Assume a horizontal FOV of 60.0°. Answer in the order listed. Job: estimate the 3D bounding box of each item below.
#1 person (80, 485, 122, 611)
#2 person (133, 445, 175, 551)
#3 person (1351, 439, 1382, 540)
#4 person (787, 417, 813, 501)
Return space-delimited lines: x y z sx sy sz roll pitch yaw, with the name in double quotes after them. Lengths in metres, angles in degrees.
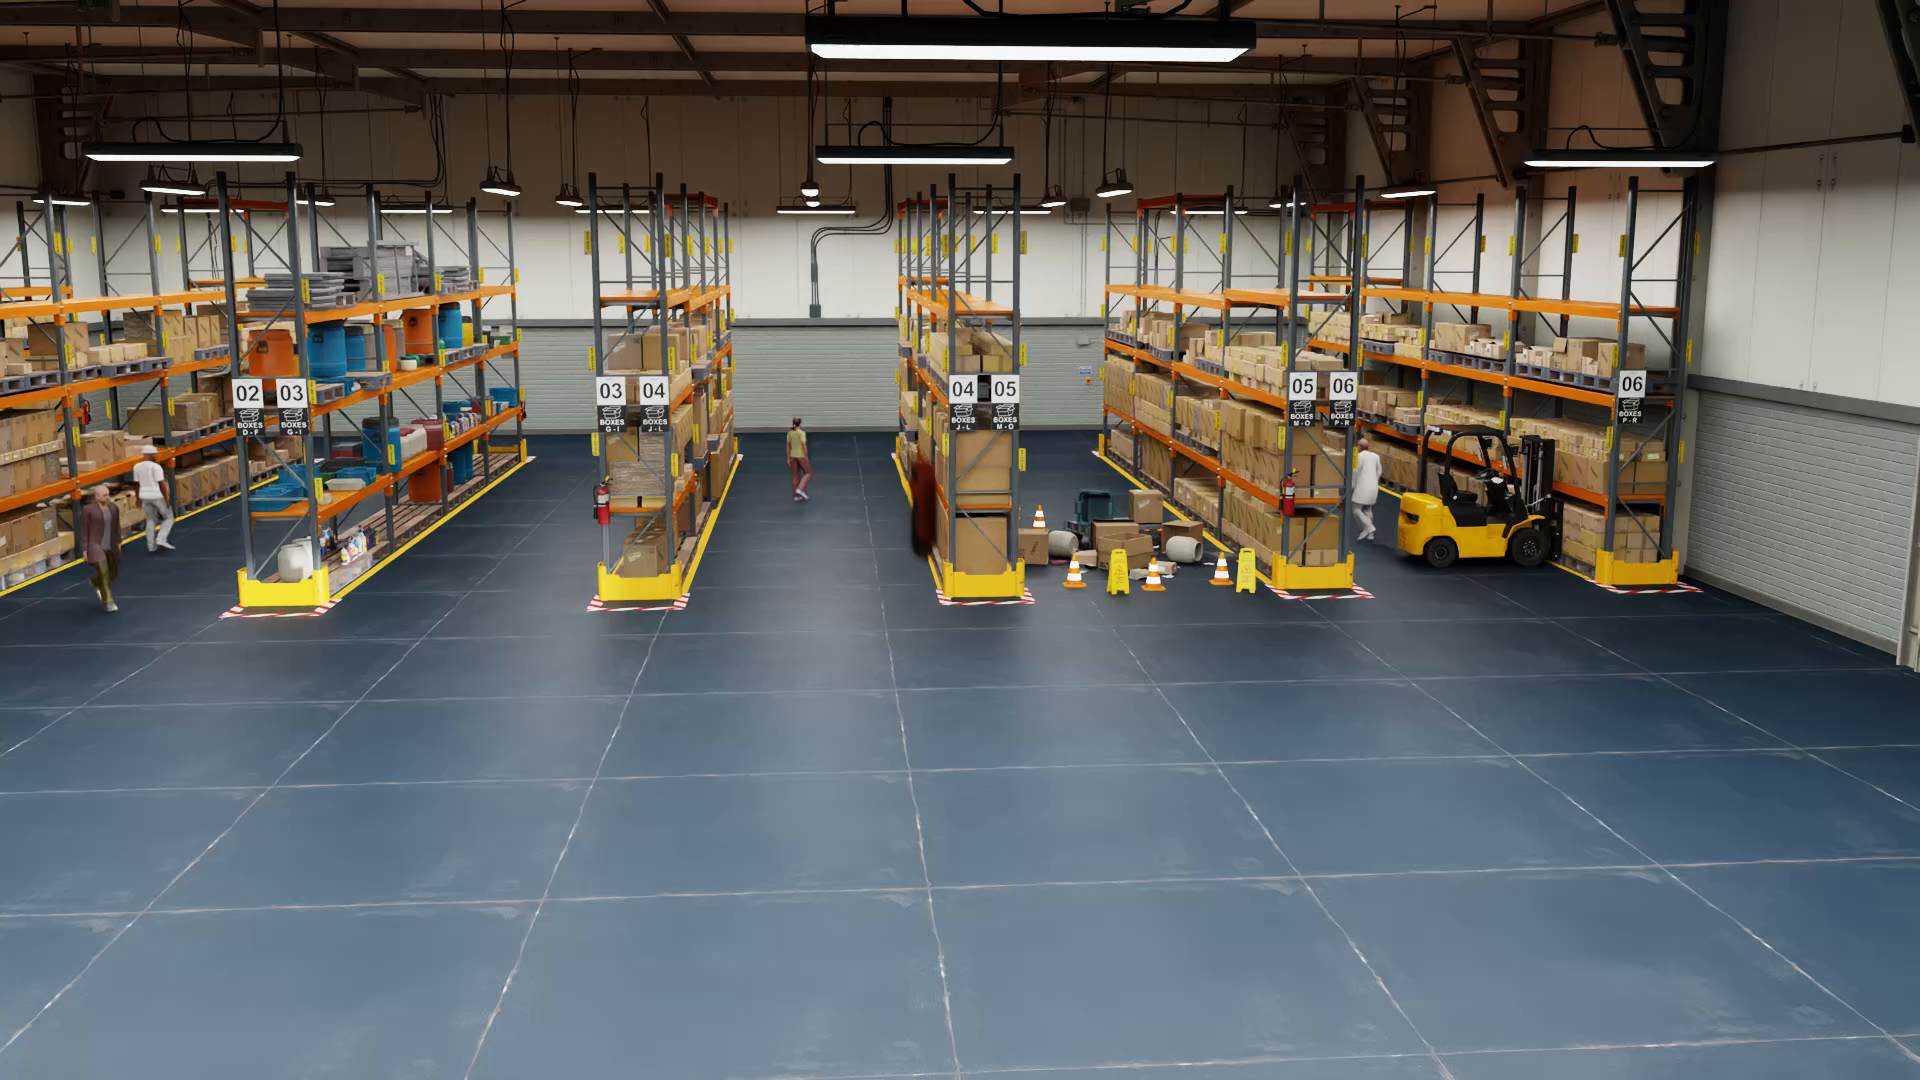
-11.979 0.086 23.155 0.984 1.740 0.593 7 12 36 "person"
-13.314 -0.685 27.434 0.694 1.737 0.492 1 10 6 "person"
7.057 -0.868 28.706 0.659 1.721 0.731 -4 11 -22 "person"
-3.229 -1.609 33.014 0.483 1.672 0.472 5 11 27 "person"
